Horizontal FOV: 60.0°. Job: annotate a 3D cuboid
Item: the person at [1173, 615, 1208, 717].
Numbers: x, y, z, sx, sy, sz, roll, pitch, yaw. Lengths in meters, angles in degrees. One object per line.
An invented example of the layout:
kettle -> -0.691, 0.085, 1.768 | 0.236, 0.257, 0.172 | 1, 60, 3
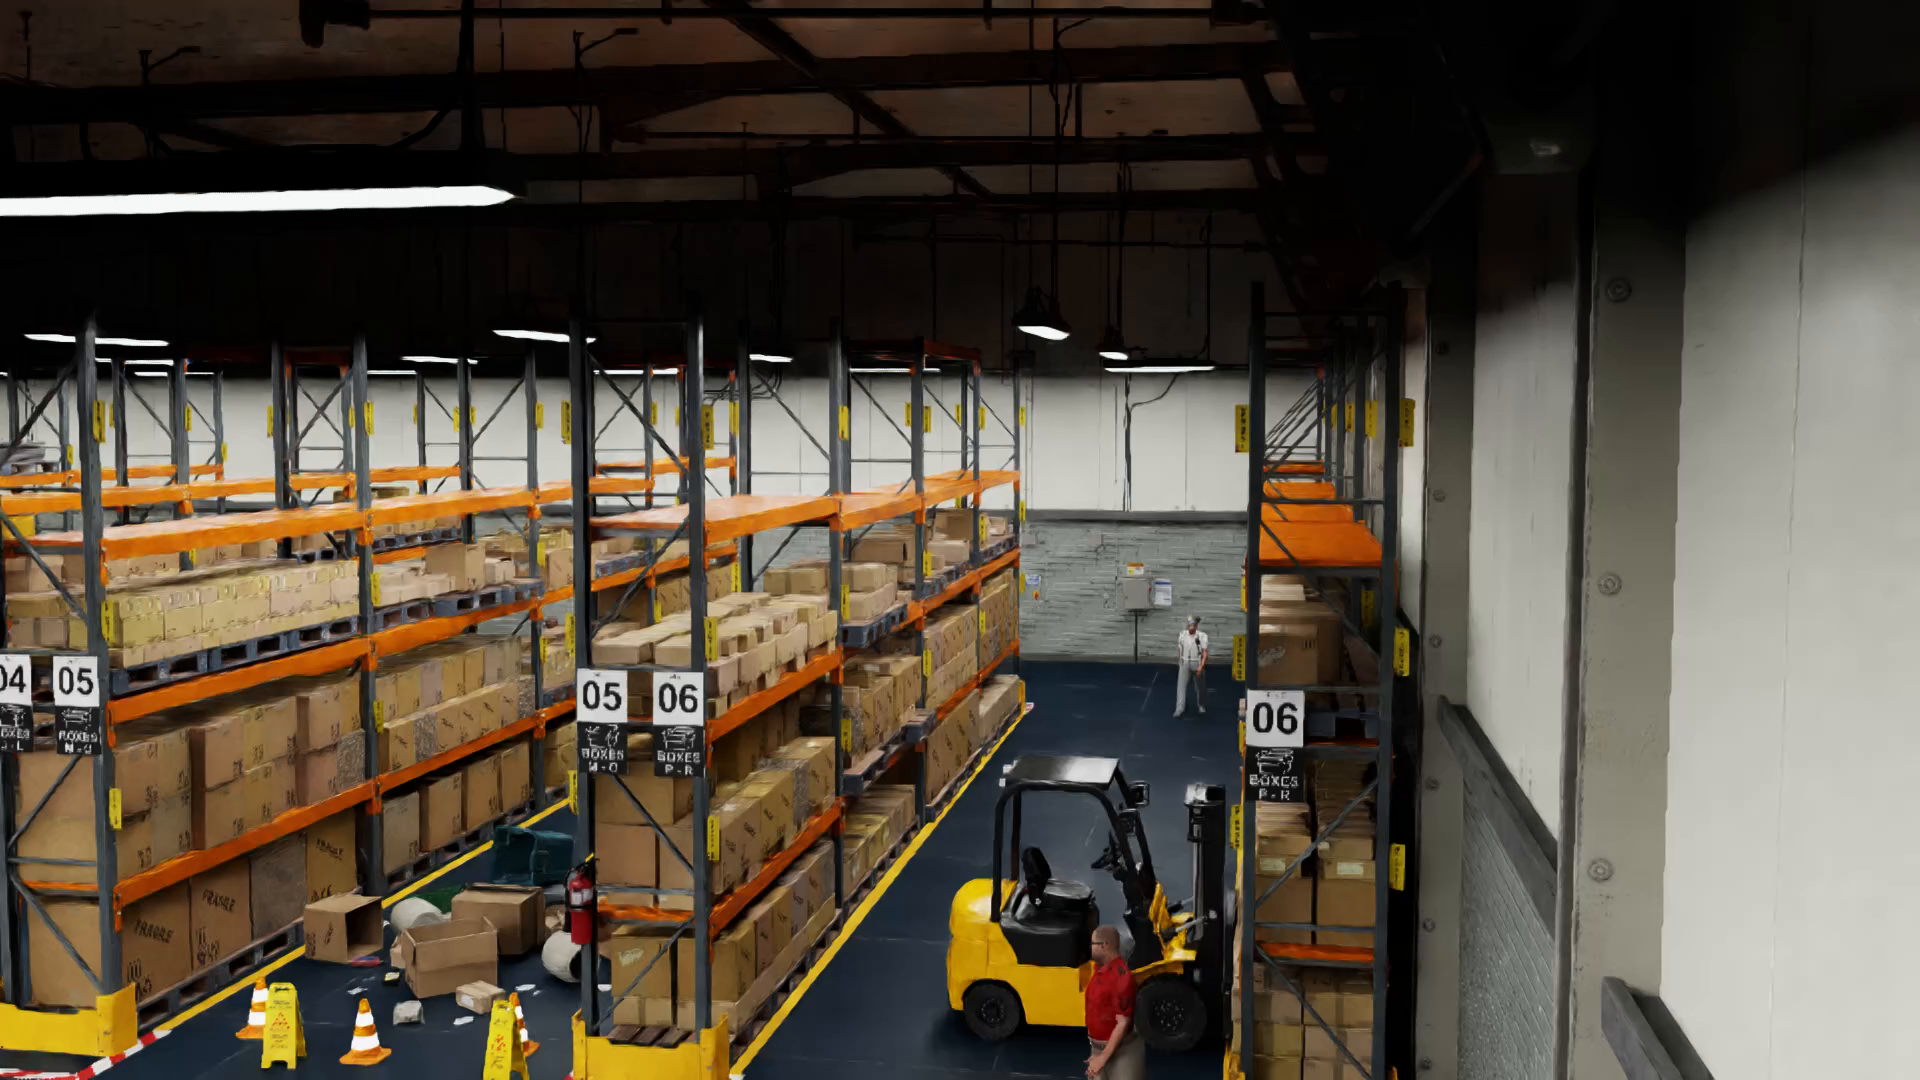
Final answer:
person -> 3.862, 2.079, 27.610 | 0.533, 1.702, 1.031 | 2, 5, 20

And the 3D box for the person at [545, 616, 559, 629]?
person -> -6.898, 2.087, 28.160 | 0.346, 1.597, 0.538 | 0, 5, -5

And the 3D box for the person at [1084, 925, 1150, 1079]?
person -> 1.070, 3.418, 11.108 | 0.722, 1.709, 0.569 | -2, 5, -18
